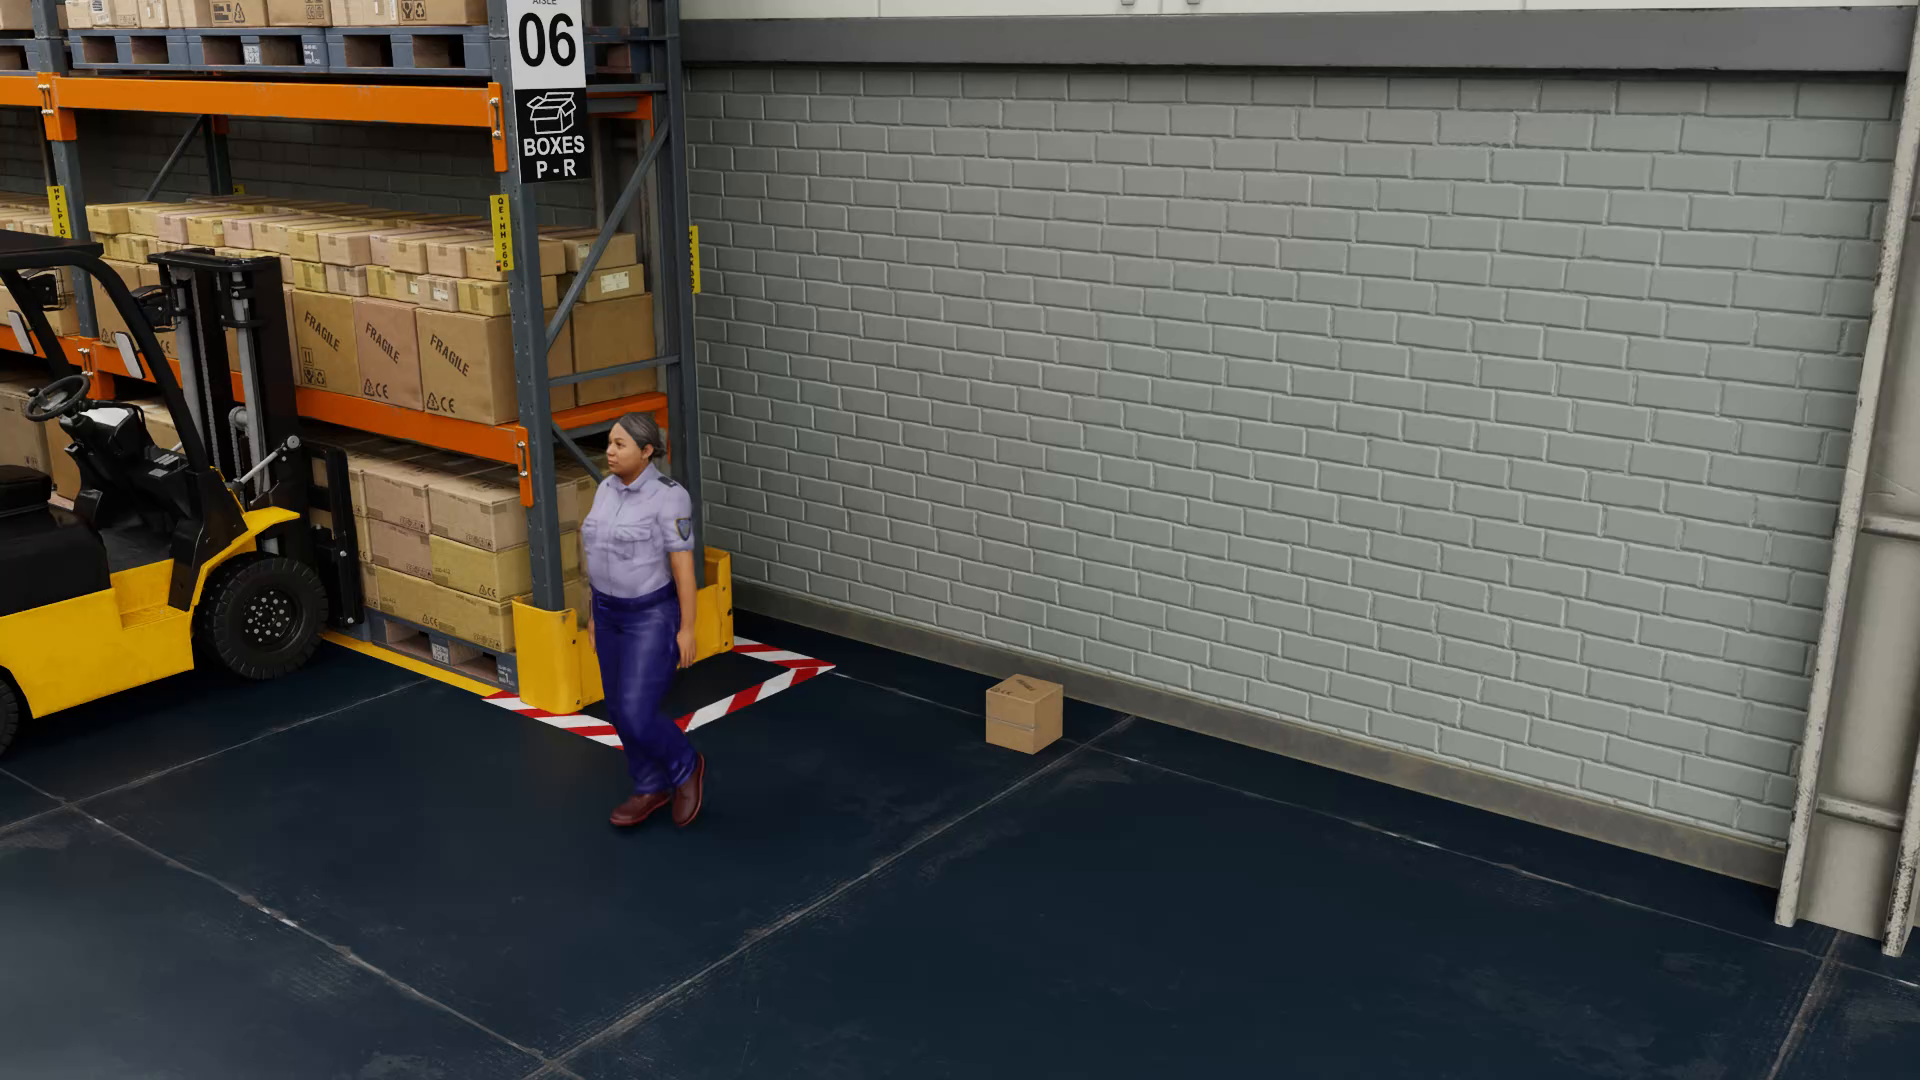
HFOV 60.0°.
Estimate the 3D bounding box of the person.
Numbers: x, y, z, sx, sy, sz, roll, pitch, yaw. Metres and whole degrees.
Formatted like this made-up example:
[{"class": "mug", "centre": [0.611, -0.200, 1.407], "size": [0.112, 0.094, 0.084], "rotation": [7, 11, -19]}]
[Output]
[{"class": "person", "centre": [-1.260, 0.333, 6.381], "size": [0.504, 1.649, 0.431], "rotation": [13, 21, 36]}]
